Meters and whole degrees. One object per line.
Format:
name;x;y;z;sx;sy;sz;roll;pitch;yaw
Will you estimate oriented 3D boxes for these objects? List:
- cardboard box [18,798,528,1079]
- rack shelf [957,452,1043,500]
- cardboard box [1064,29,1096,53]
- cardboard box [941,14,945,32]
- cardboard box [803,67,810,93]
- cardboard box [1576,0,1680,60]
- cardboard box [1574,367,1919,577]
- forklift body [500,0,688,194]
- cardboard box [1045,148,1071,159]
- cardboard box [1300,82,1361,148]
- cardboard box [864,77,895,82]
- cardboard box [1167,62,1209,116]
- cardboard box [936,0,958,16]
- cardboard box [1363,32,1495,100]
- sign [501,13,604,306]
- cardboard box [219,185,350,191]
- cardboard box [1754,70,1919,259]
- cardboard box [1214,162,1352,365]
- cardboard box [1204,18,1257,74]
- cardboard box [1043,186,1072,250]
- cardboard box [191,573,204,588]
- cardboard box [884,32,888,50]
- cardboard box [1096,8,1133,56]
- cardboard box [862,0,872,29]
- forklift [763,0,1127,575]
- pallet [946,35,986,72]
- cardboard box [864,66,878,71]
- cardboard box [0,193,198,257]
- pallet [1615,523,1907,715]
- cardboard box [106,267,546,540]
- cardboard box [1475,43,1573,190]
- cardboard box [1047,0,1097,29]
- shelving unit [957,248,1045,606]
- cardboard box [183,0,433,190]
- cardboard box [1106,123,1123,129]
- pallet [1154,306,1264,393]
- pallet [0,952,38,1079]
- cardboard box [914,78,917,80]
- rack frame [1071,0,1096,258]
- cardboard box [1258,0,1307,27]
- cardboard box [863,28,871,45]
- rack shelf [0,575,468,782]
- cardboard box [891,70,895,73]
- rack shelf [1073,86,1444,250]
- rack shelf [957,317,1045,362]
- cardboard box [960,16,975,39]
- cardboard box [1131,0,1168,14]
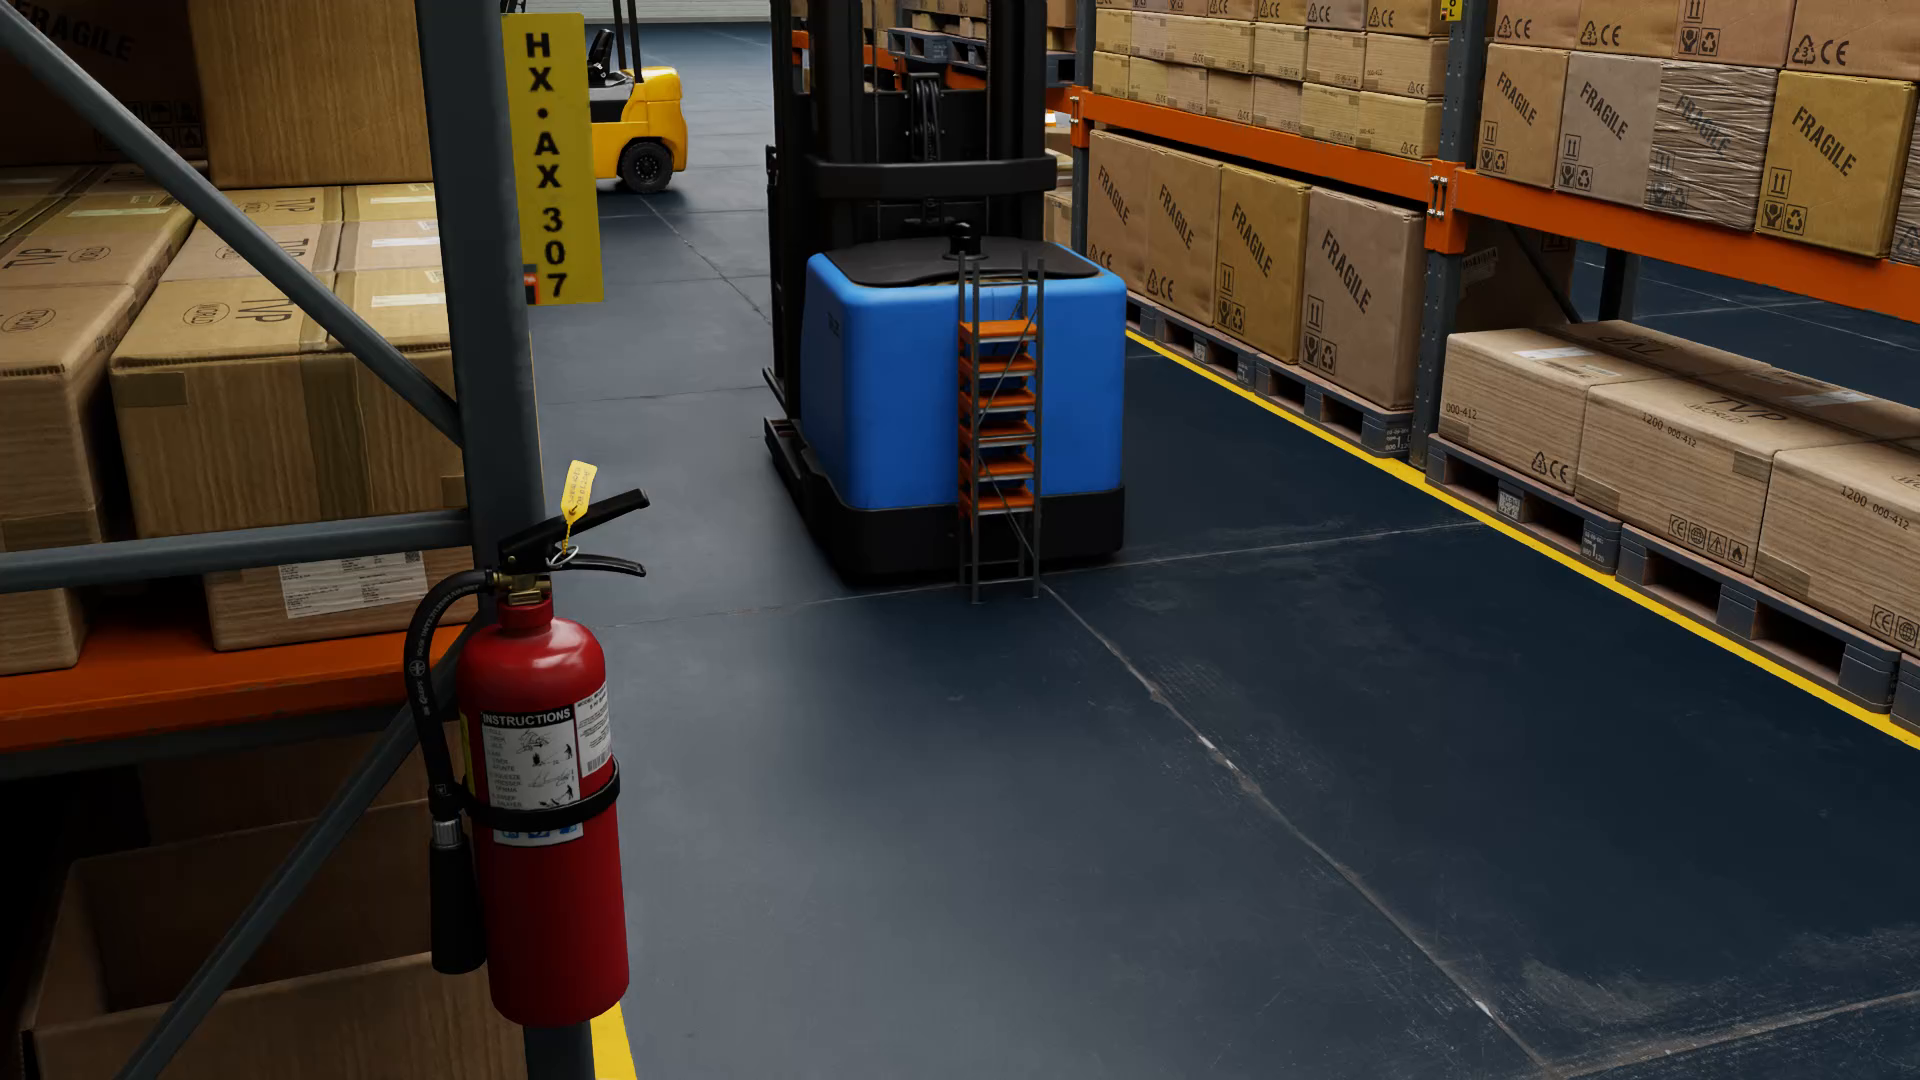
cardboard box;-1.085;0.806;2.807;0.797;0.503;0.637;-7;21;-19
rack shelf;0.136;-0.222;5.747;0.258;0.103;0.180;-5;20;-13
cardboard box;0.887;-3.220;10.695;0.380;0.149;0.250;-6;21;-15
cardboard box;0.062;-4.049;13.002;0.380;0.149;0.250;-5;20;-14
cardboard box;-1.302;-4.589;17.092;0.500;0.500;0.500;-7;21;-19
cardboard box;2.543;-1.953;5.791;0.500;0.500;0.500;-7;21;-18
cardboard box;2.848;-0.269;5.897;0.875;0.438;0.875;-7;21;-19
forklift body;-3.684;-4.285;15.165;2.313;2.155;1.214;-6;21;-17
cardboard box;0.352;-2.907;13.338;0.950;0.372;0.625;-5;20;-14
cardboard box;1.931;-1.987;7.734;0.500;0.250;0.500;-7;21;-18
cardboard box;-0.808;-4.089;15.700;0.500;0.500;0.500;-5;20;-14
cardboard box;1.466;-2.475;9.090;0.500;0.250;0.500;-6;21;-15
cardboard box;0.132;-4.227;12.539;0.500;0.500;0.500;-7;21;-18
cardboard box;2.101;-2.057;7.190;0.500;0.250;0.500;-6;21;-17
sign;-0.468;-0.430;1.896;0.100;0.325;0.005;-6;21;-17
cardboard box;-1.372;-0.694;3.694;0.500;0.250;0.500;-7;21;-19
cardboard box;2.836;-1.158;5.056;0.500;0.500;0.500;-6;21;-16
cardboard box;1.908;-1.454;8.550;0.875;0.875;0.875;-6;21;-16
cardboard box;1.591;-2.545;8.548;0.500;0.250;0.500;-6;21;-16
cardboard box;1.045;-2.204;11.382;0.950;0.372;0.625;-8;21;-21
cardboard box;-0.950;-0.058;2.512;0.380;0.149;0.250;-6;21;-16
cardboard box;-0.434;-4.297;14.314;0.380;0.149;0.250;-7;21;-18
cardboard box;1.138;-3.037;9.916;0.500;0.250;0.500;-7;21;-18
cardboard box;-0.588;-4.812;14.788;0.500;0.500;0.500;-6;21;-15
forklift;-0.256;-1.721;6.871;1.130;2.935;3.031;-5;20;-13
pallet;0.552;-3.601;12.289;1.003;0.211;1.213;-6;21;-17
cardboard box;-0.802;-4.655;17.276;0.500;0.500;0.500;-6;21;-17
cardboard box;-1.692;-0.479;3.094;0.500;0.250;0.500;-6;21;-15
pallet;3.022;0.180;5.604;1.003;0.211;1.213;-6;21;-17
cardboard box;-0.870;-0.209;2.342;0.500;0.250;0.500;-6;21;-17
cardboard box;2.369;-1.646;6.413;0.500;0.500;0.500;-6;21;-15
cardboard box;0.806;-3.562;10.686;0.500;0.500;0.500;-7;21;-19
shelving unit;0.136;-0.377;5.692;0.258;1.200;0.189;-5;20;-13
cardboard box;-1.342;-1.043;3.555;0.500;0.500;0.500;-6;21;-16
cardboard box;1.636;-3.723;14.922;0.500;0.500;0.500;-6;21;-17
pallet;1.769;-1.097;9.157;1.003;0.211;1.213;-6;21;-17
pallet;-1.259;1.067;3.133;1.003;0.211;1.213;-6;21;-17
cardboard box;-0.314;-4.156;15.887;0.500;0.500;0.500;-5;20;-14
rack frame;1.213;-3.061;10.501;1.000;3.000;0.127;-6;21;-17
cardboard box;1.781;-2.741;7.985;0.500;0.500;0.500;-6;21;-16
cardboard box;-0.757;-4.623;15.221;0.380;0.149;0.250;-7;21;-18
rack shelf;-1.612;-0.268;3.790;1.077;0.370;4.000;-6;21;-17
cardboard box;-0.465;-4.684;16.397;0.380;0.149;0.250;-5;20;-15
rack shelf;1.842;-2.080;8.835;1.077;0.370;4.000;-6;21;-17
rack shelf;0.136;-0.674;5.585;0.258;0.103;0.180;-5;20;-13
cardboard box;0.213;-3.792;12.286;0.380;0.149;0.250;-6;20;-15
cardboard box;1.301;-3.236;9.361;0.500;0.500;0.500;-6;21;-17
